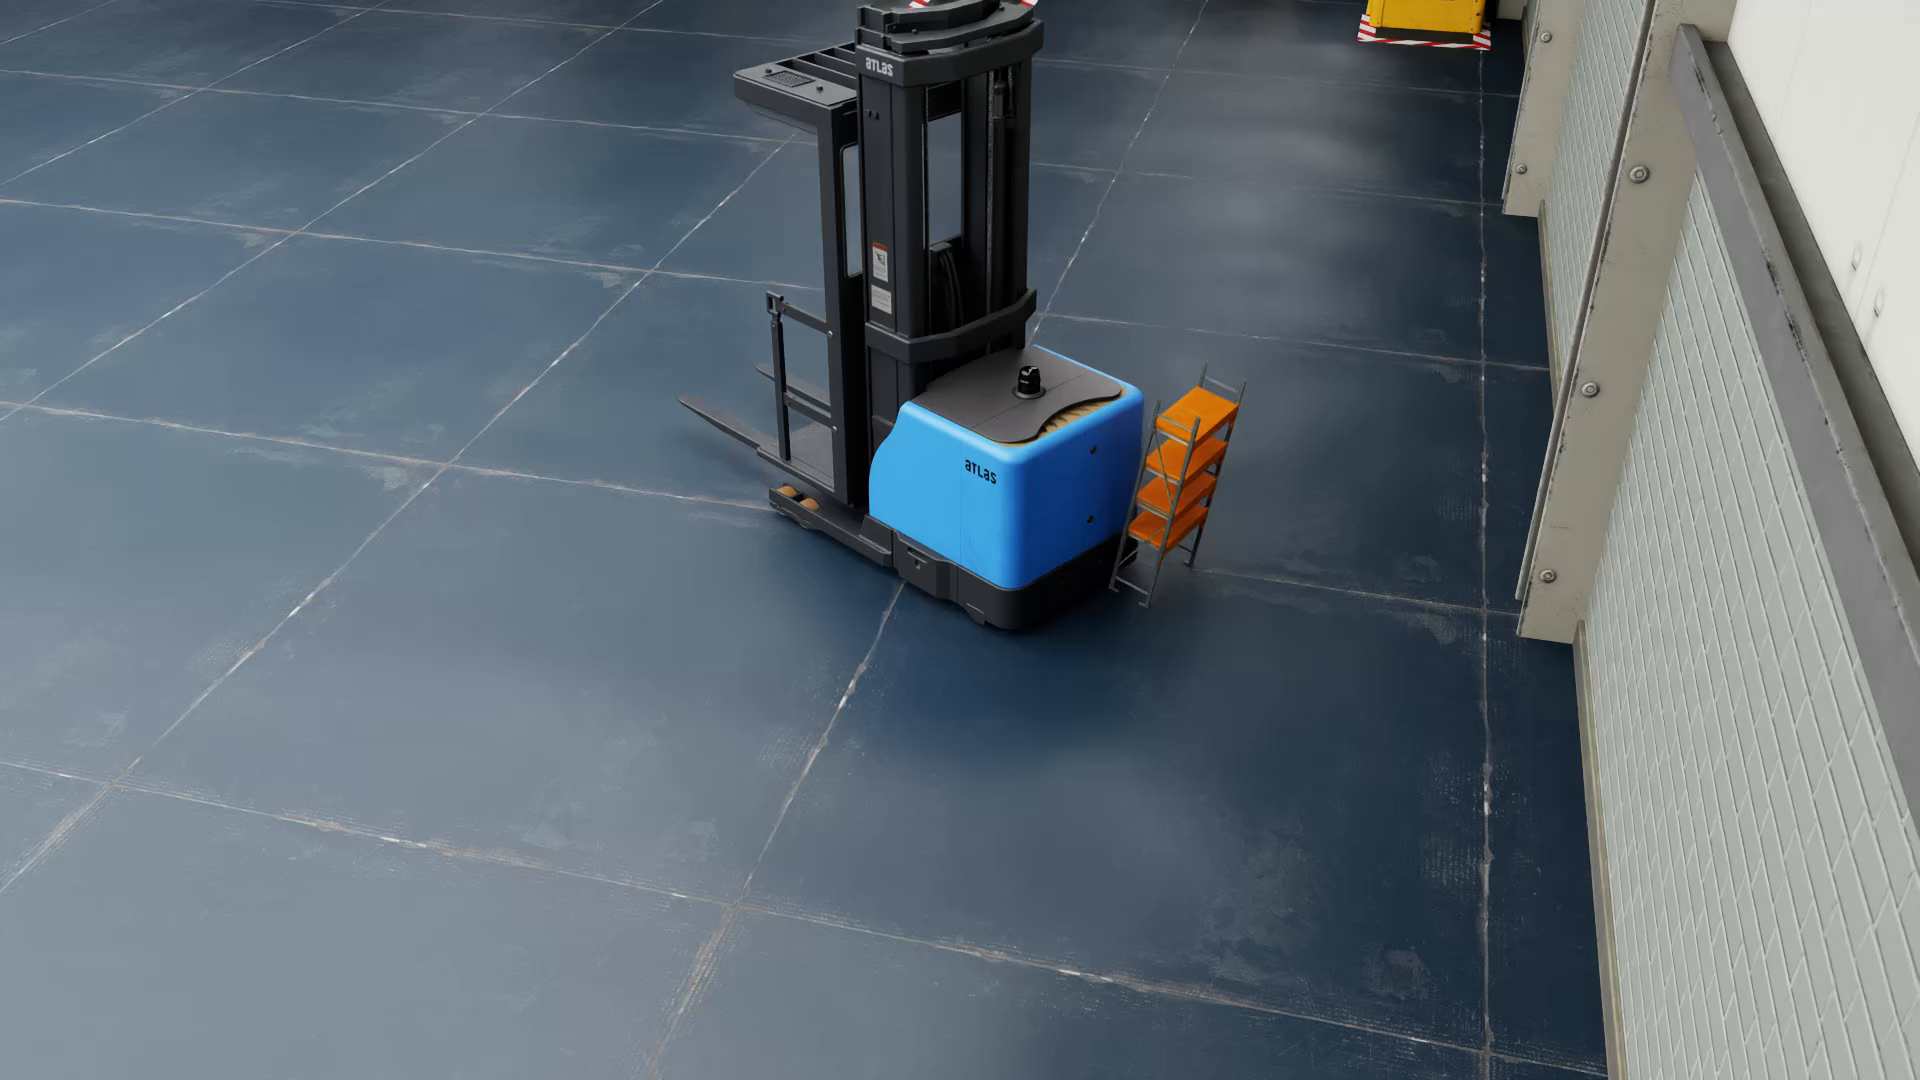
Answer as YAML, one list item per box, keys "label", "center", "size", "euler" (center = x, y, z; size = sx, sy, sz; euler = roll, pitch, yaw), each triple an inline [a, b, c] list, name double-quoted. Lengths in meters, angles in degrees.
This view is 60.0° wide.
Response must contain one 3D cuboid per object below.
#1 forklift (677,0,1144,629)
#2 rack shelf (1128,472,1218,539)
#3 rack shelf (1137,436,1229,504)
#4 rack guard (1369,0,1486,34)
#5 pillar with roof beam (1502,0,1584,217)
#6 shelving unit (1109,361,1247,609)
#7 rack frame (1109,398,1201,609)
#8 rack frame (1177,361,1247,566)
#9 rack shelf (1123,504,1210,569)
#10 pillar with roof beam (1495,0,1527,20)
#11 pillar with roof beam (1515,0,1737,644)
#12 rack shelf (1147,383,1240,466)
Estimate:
- label: "forklift"
  center: [-0.438, -1.475, 8.838]
  size: [1.130, 2.935, 3.031]
  euler: [-28, 42, -36]
- label: "rack shelf"
  center: [1.098, -0.221, 8.573]
  size: [0.258, 0.148, 0.480]
  euler: [29, 41, 22]
- label: "rack shelf"
  center: [1.129, -0.395, 8.437]
  size: [0.258, 0.148, 0.480]
  euler: [29, 41, 22]
- label: "rack guard"
  center: [5.031, -5.780, 17.875]
  size: [1.175, 0.500, 0.348]
  euler: [8, 33, 12]
- label: "pillar with roof beam"
  center: [0.399, -7.090, 12.015]
  size: [9.100, 9.000, 0.400]
  euler: [8, 33, 12]
- label: "shelving unit"
  center: [1.108, -0.273, 8.532]
  size: [0.258, 1.200, 0.503]
  euler: [29, 41, 22]
- label: "rack frame"
  center: [0.969, -0.165, 8.363]
  size: [0.240, 1.200, 0.015]
  euler: [29, 41, 22]
- label: "rack frame"
  center: [1.247, -0.381, 8.701]
  size: [0.240, 1.200, 0.015]
  euler: [29, 41, 22]
- label: "rack shelf"
  center: [1.071, -0.066, 8.695]
  size: [0.258, 0.148, 0.480]
  euler: [29, 41, 22]
- label: "pillar with roof beam"
  center: [1.922, -10.203, 16.912]
  size: [9.100, 9.000, 0.400]
  euler: [8, 33, 12]
- label: "pillar with roof beam"
  center: [-1.123, -3.976, 7.117]
  size: [9.100, 9.000, 0.400]
  euler: [8, 33, 12]
- label: "rack shelf"
  center: [1.162, -0.579, 8.292]
  size: [0.258, 0.148, 0.480]
  euler: [29, 41, 22]
